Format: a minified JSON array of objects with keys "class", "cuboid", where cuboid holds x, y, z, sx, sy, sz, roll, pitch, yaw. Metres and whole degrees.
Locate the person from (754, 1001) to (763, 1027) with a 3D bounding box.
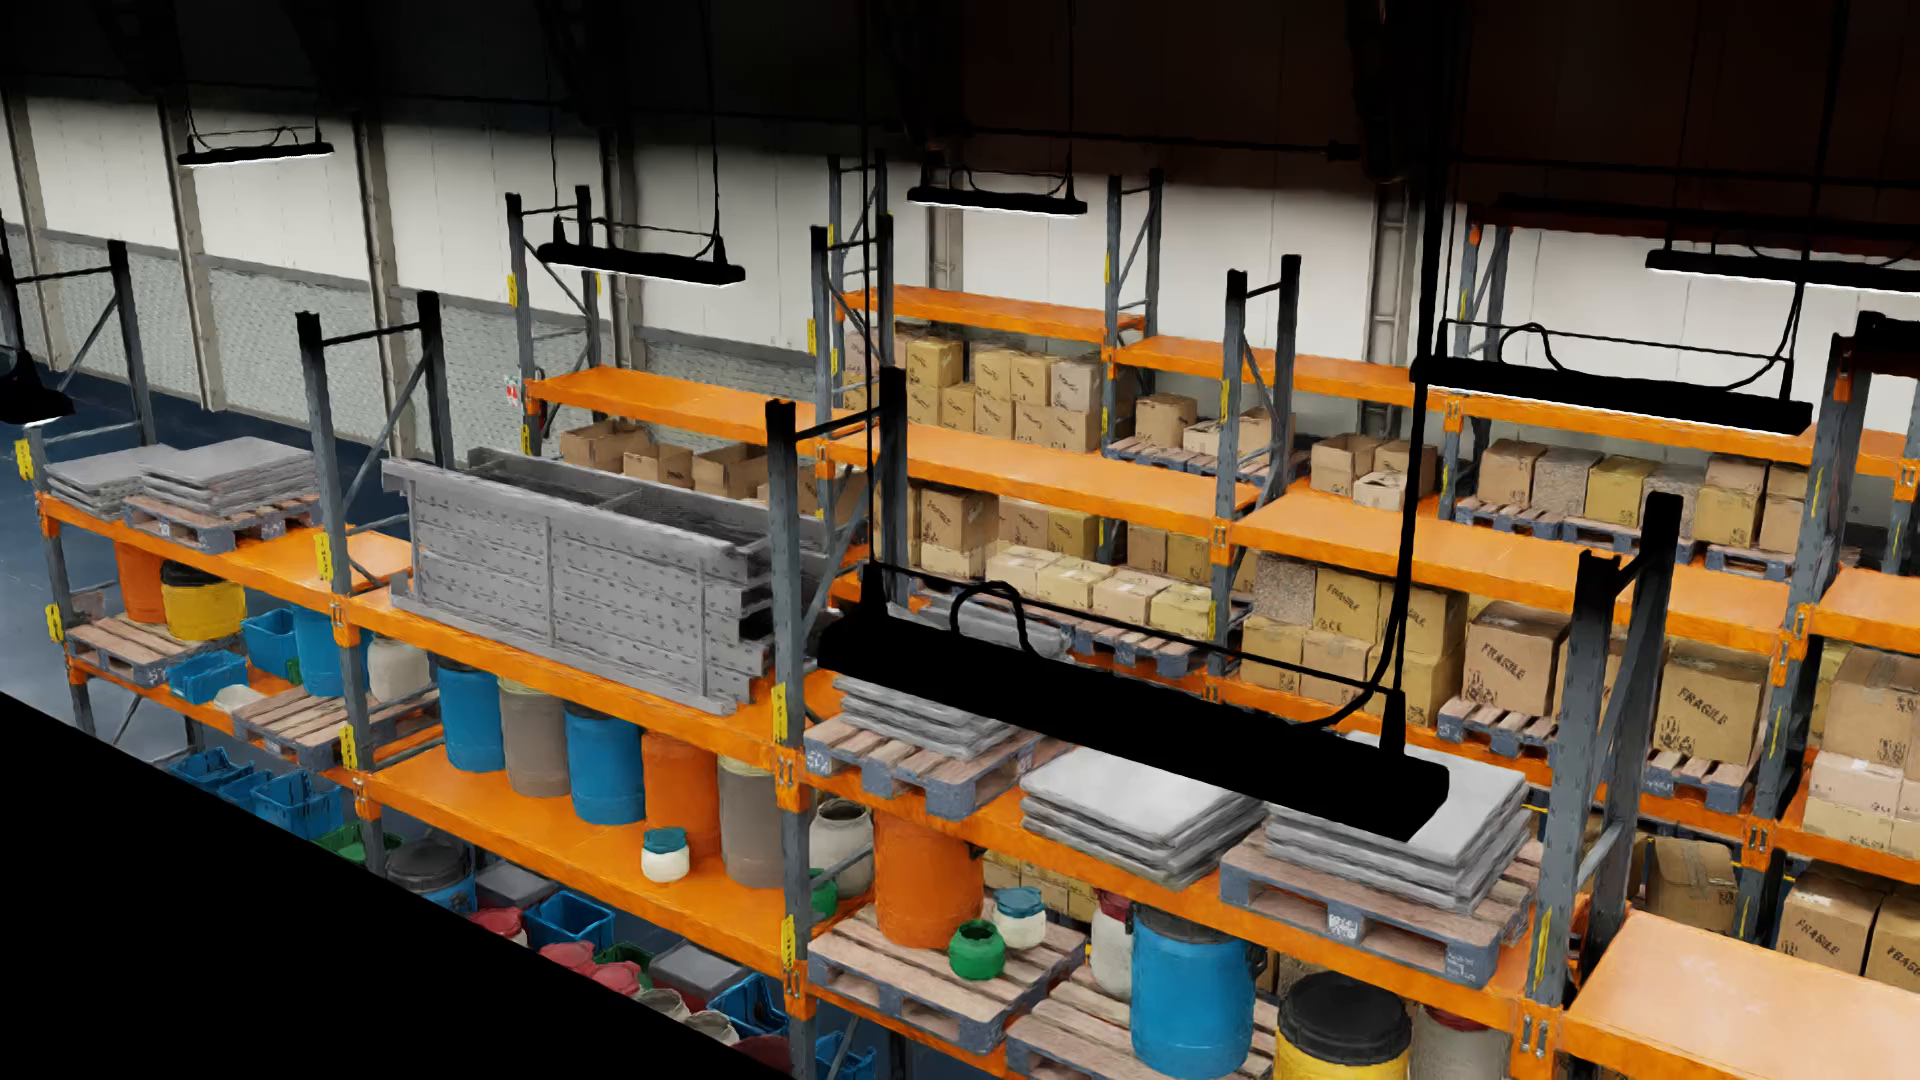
[{"class":"person","cuboid":[-1.332,3.787,11.334,0.461,1.540,0.876,-12,22,-32]}]
